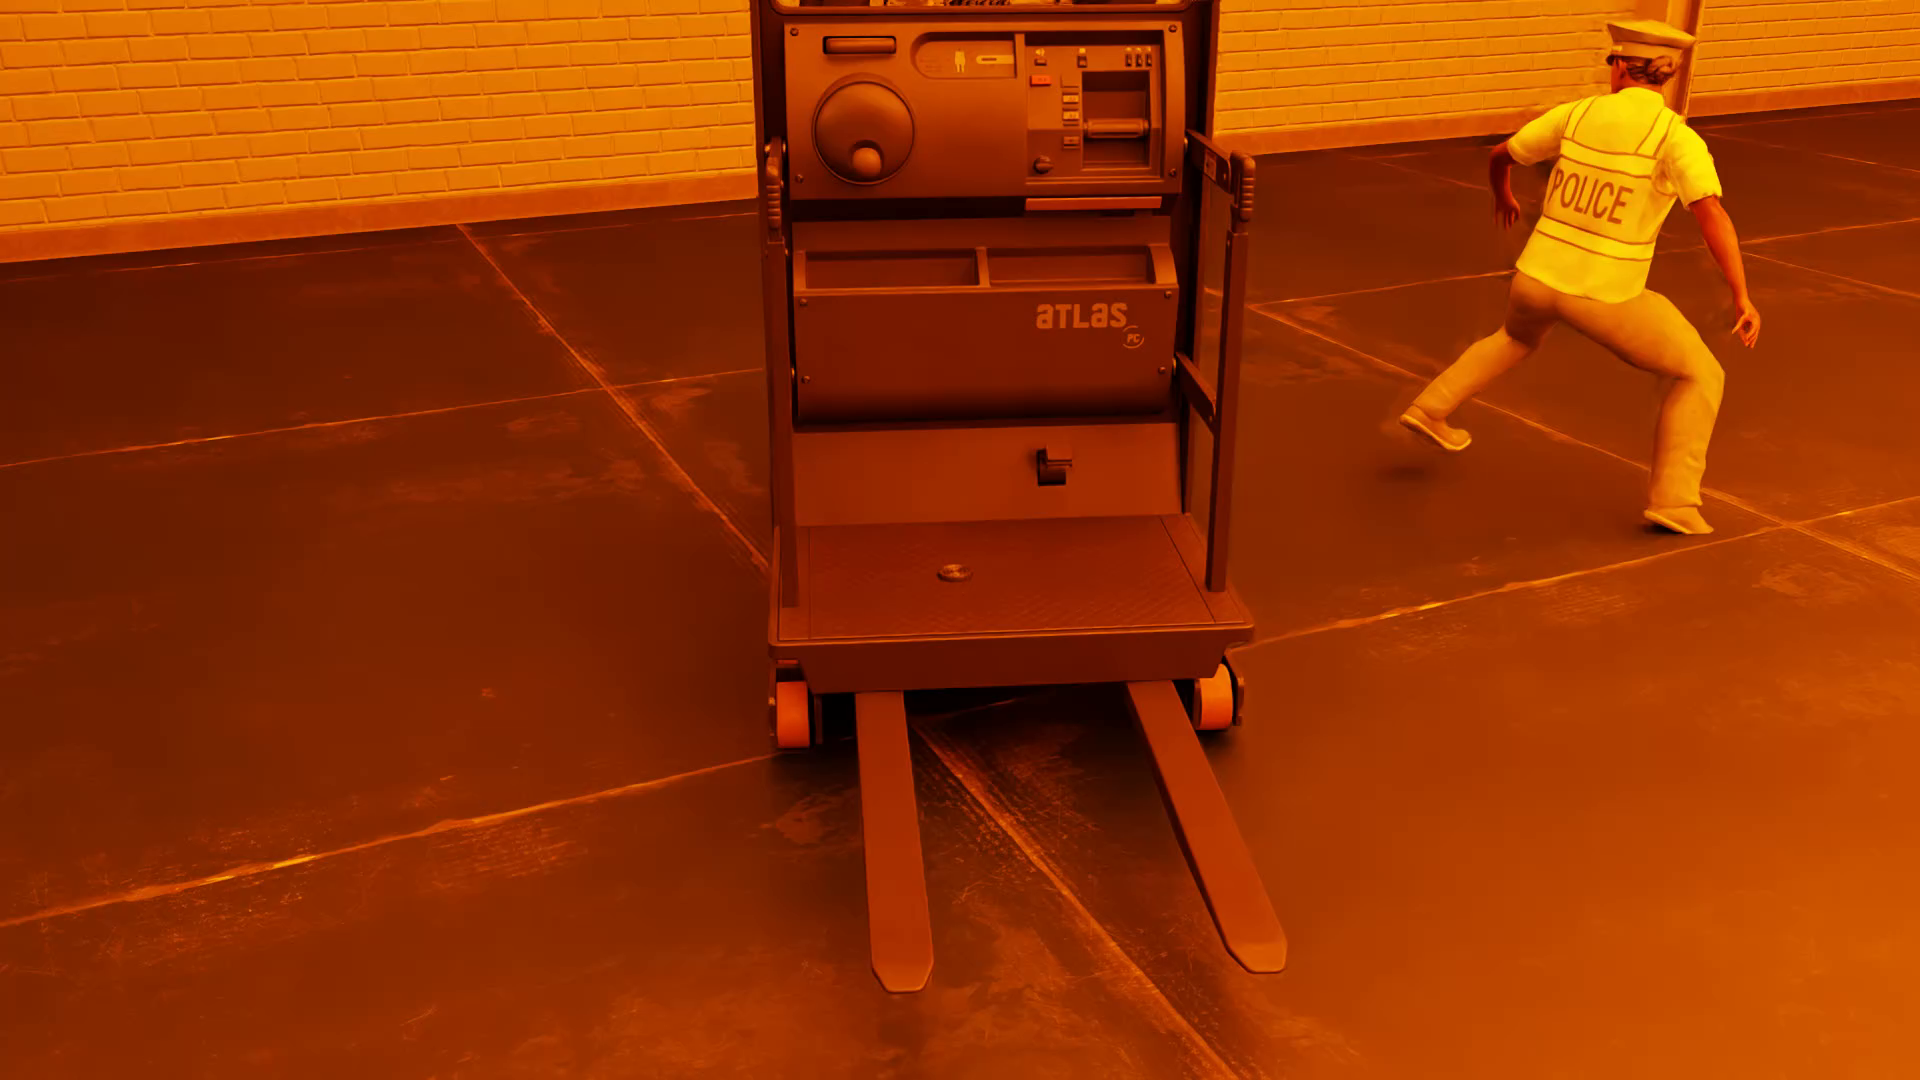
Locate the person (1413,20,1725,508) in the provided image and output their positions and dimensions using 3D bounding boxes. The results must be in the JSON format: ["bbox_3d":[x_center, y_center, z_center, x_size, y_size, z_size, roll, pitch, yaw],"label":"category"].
[{"bbox_3d":[1.940,-0.868,5.153,0.463,1.428,0.901,-16,27,-34],"label":"person"}]

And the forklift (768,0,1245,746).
[{"bbox_3d":[0.081,-0.994,3.678,1.130,2.935,3.031,-2,23,-5],"label":"forklift"}]
